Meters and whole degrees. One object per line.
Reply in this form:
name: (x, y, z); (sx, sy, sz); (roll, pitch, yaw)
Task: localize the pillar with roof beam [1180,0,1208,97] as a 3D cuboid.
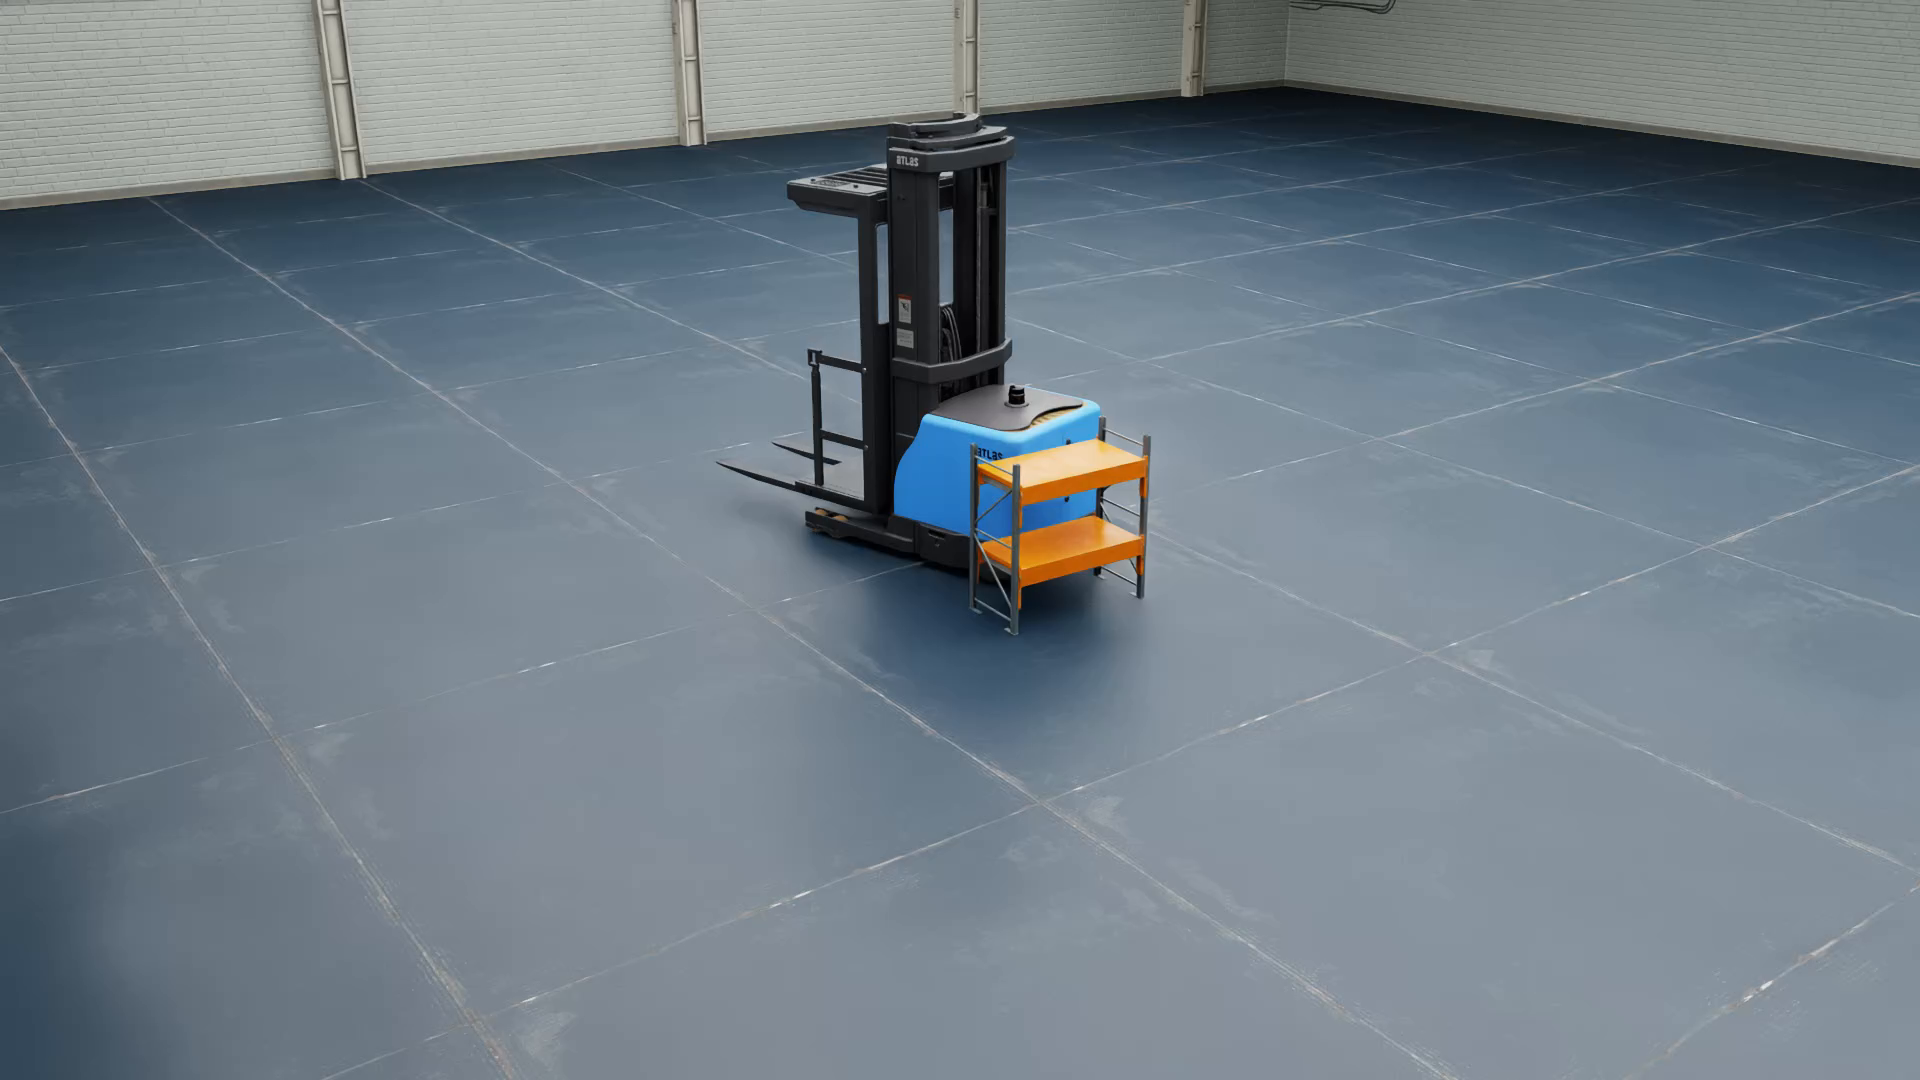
pillar with roof beam: (7.525, -12.494, 31.066); (0.400, 9.000, 9.100); (-15, 26, -33)

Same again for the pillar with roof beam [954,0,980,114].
pillar with roof beam: (2.654, -11.196, 27.811); (0.400, 9.000, 9.100); (-15, 26, -33)

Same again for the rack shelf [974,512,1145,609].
rack shelf: (0.636, 0.119, 10.739); (1.000, 0.278, 0.538); (-14, 26, -31)

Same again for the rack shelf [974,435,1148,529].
rack shelf: (0.636, -0.380, 10.540); (1.000, 0.278, 0.538); (-14, 26, -31)

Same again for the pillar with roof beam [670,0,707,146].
pillar with roof beam: (-2.216, -9.897, 24.557); (0.400, 9.000, 9.100); (-15, 26, -33)

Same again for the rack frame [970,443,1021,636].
rack frame: (0.214, -0.003, 10.386); (0.032, 1.125, 0.500); (-14, 26, -31)

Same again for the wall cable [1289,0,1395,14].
wall cable: (8.174, -12.587, 35.488); (0.112, 2.526, 3.097); (-15, 26, -33)

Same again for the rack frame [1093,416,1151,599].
rack frame: (1.059, -0.212, 10.911); (0.032, 1.125, 0.500); (-14, 26, -31)

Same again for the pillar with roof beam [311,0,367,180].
pillar with roof beam: (-7.087, -8.598, 21.302); (0.400, 9.000, 9.100); (-15, 26, -33)

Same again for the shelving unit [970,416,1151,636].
shelving unit: (0.636, -0.108, 10.649); (1.048, 1.125, 0.538); (-14, 26, -31)

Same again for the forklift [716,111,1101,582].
forklift: (-0.492, -1.507, 11.717); (3.031, 2.935, 1.130); (16, 27, 35)
